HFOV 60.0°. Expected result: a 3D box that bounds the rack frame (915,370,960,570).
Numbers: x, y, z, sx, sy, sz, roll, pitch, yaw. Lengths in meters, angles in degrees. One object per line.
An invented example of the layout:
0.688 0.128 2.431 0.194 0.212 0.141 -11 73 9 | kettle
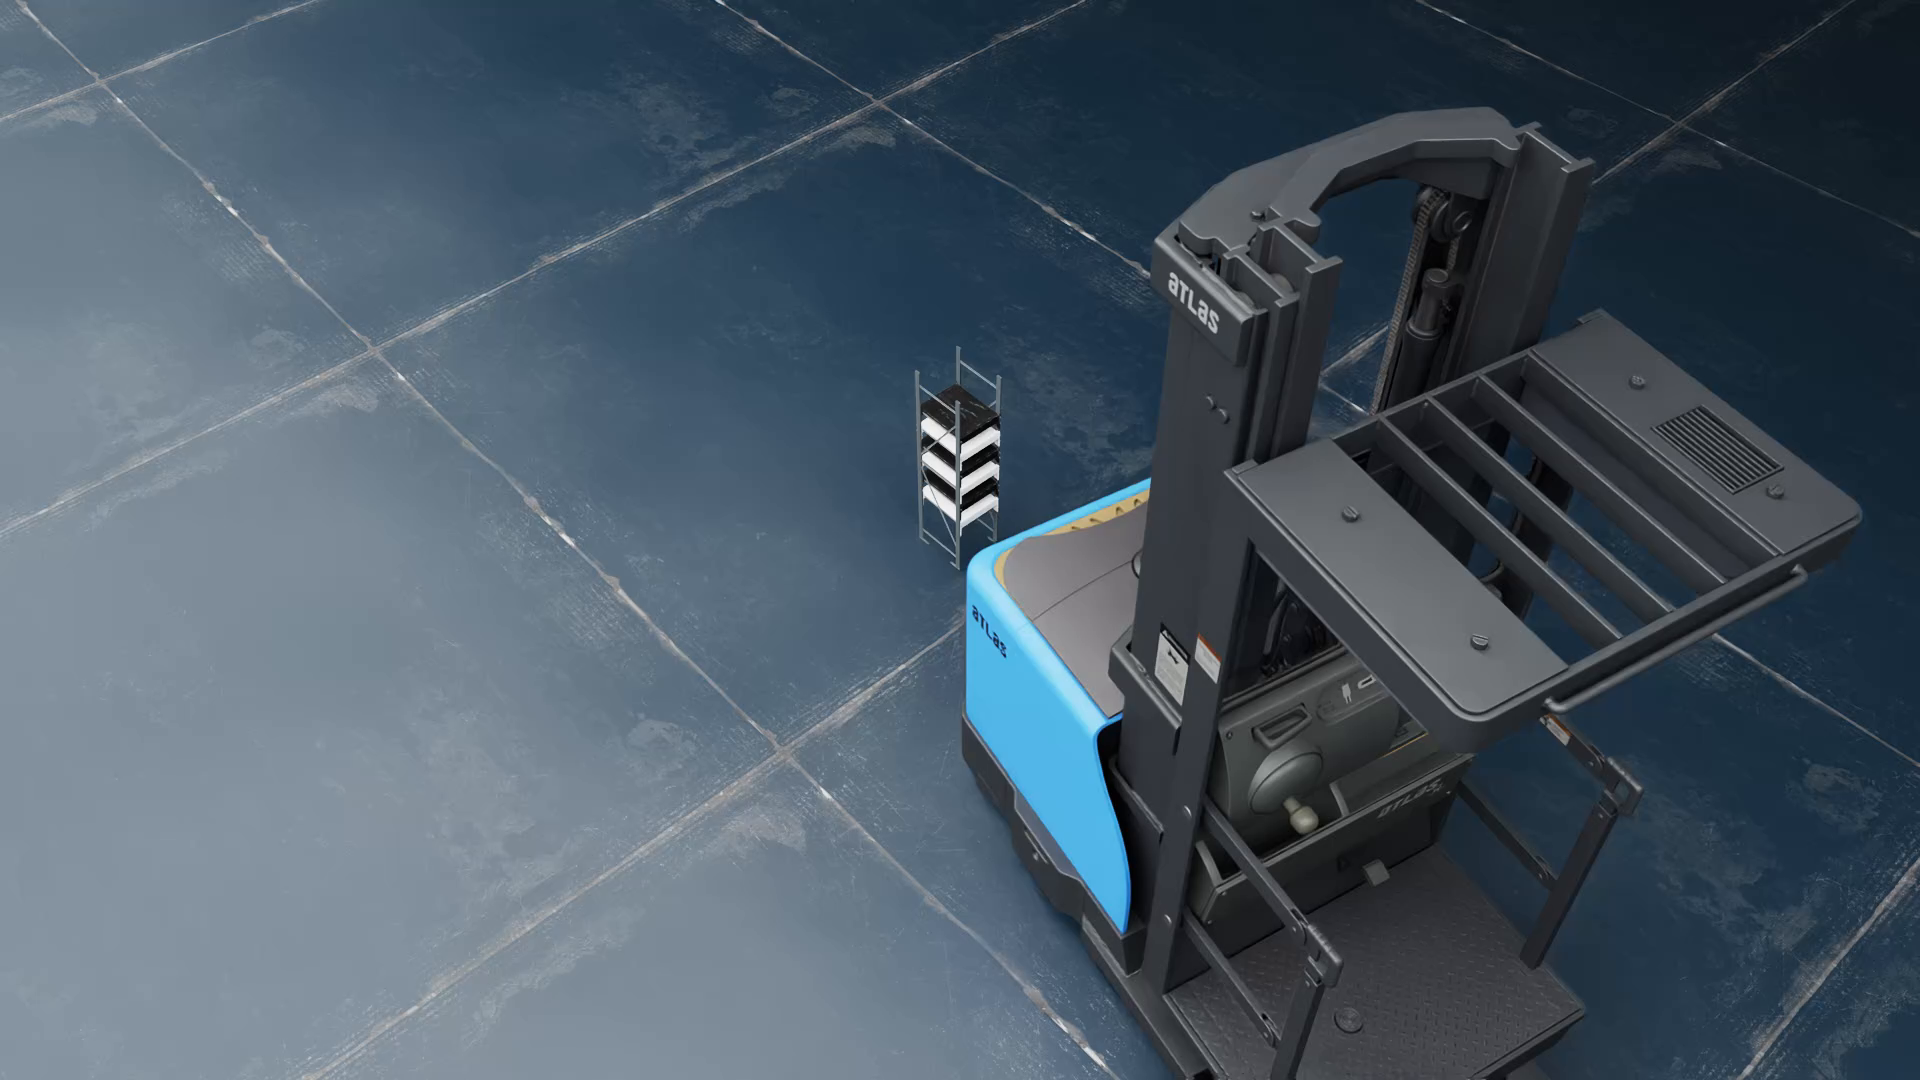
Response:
-0.081 -0.251 6.369 0.006 0.900 0.240 -34 56 -27 | rack frame

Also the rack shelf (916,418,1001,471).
-0.006 -0.401 6.308 0.200 0.077 0.258 -34 56 -27 | rack shelf

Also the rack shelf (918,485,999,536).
-0.006 -0.156 6.572 0.200 0.077 0.258 -34 56 -27 | rack shelf

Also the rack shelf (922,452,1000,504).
-0.006 -0.279 6.440 0.200 0.077 0.258 -34 56 -27 | rack shelf

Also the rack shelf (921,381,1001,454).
-0.006 -0.462 6.242 0.200 0.077 0.258 -34 56 -27 | rack shelf

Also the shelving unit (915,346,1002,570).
-0.006 -0.301 6.416 0.210 0.900 0.258 -34 56 -27 | shelving unit

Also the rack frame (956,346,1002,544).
0.069 -0.351 6.462 0.006 0.900 0.240 -34 56 -27 | rack frame

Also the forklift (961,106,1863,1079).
1.176 0.548 4.250 1.130 2.935 3.031 -23 51 -20 | forklift

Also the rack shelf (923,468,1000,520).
-0.006 -0.218 6.506 0.200 0.077 0.258 -34 56 -27 | rack shelf

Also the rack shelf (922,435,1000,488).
-0.006 -0.340 6.374 0.200 0.077 0.258 -34 56 -27 | rack shelf
